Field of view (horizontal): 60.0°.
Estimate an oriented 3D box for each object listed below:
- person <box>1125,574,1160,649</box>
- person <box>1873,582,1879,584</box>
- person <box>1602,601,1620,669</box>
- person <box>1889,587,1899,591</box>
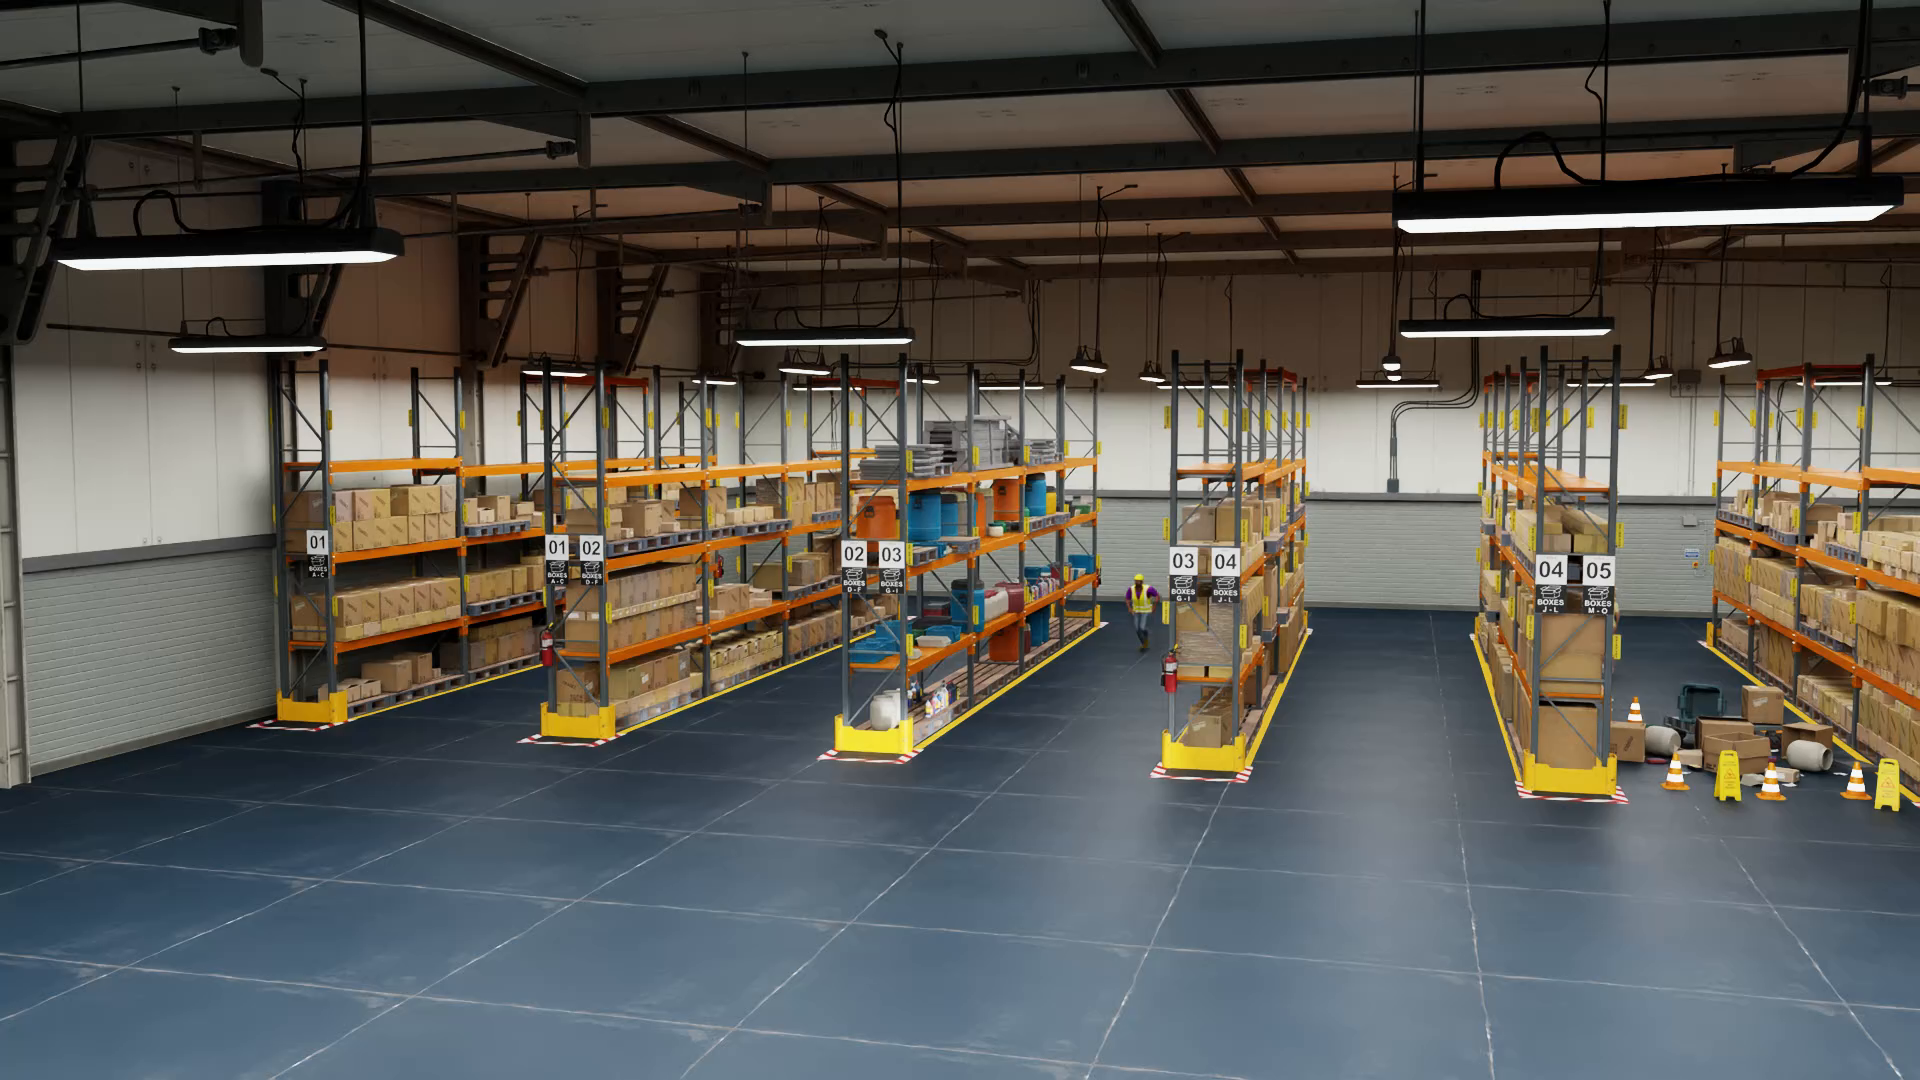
[{"bbox_3d":[3.976,1.563,36.253,0.738,1.668,0.690,2,5,24],"label":"person"},{"bbox_3d":[18.681,1.682,33.780,0.633,1.778,0.542,-1,4,-18],"label":"person"},{"bbox_3d":[13.041,1.784,33.428,0.518,1.646,0.578,-1,4,-9],"label":"person"},{"bbox_3d":[21.415,1.385,37.883,0.823,1.771,0.541,1,4,11],"label":"person"}]
